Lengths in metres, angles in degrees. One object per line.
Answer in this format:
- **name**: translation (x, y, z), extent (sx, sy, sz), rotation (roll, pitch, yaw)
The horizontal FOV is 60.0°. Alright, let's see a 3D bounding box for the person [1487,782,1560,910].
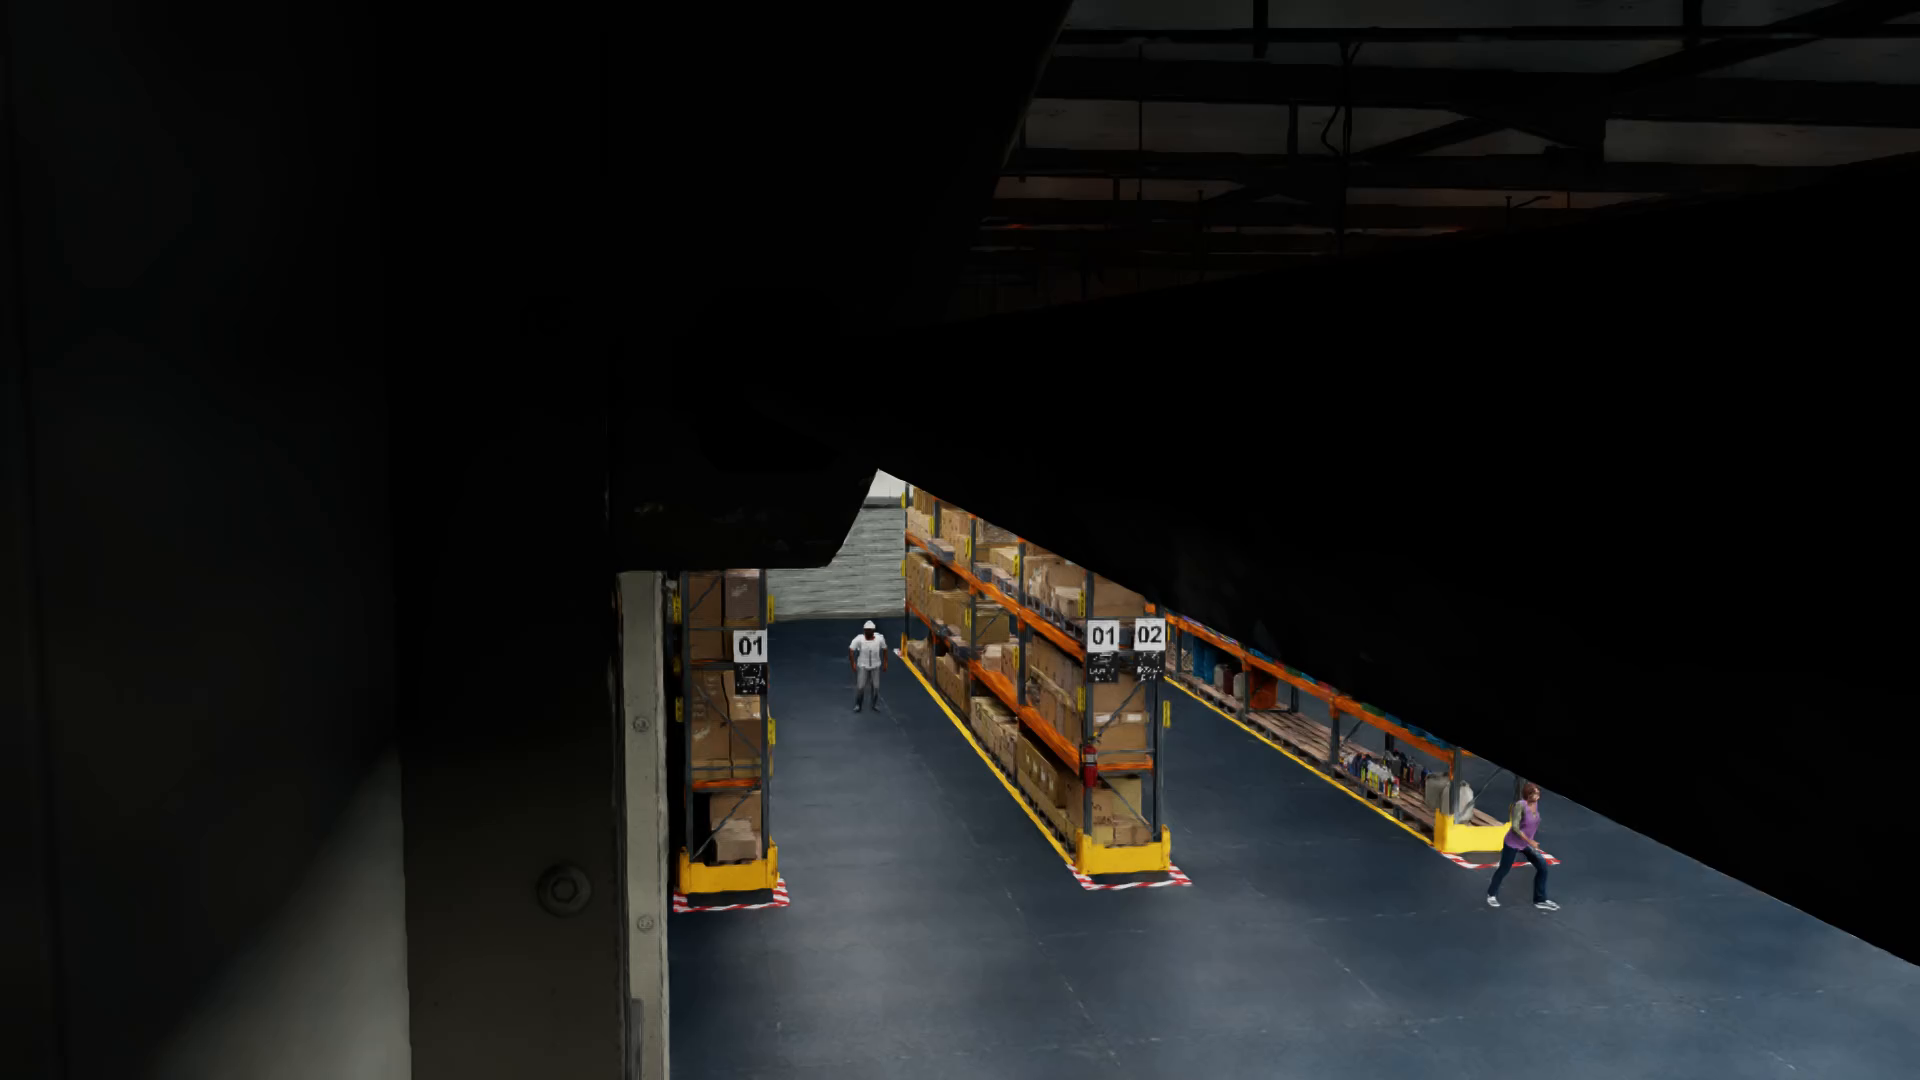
- **person**: translation (6.559, 3.549, 19.422), extent (0.574, 1.535, 0.749), rotation (-3, 7, -30)

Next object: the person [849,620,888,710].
- **person**: translation (-1.684, 2.314, 30.607), extent (0.719, 1.714, 0.572), rotation (-1, 6, -11)
